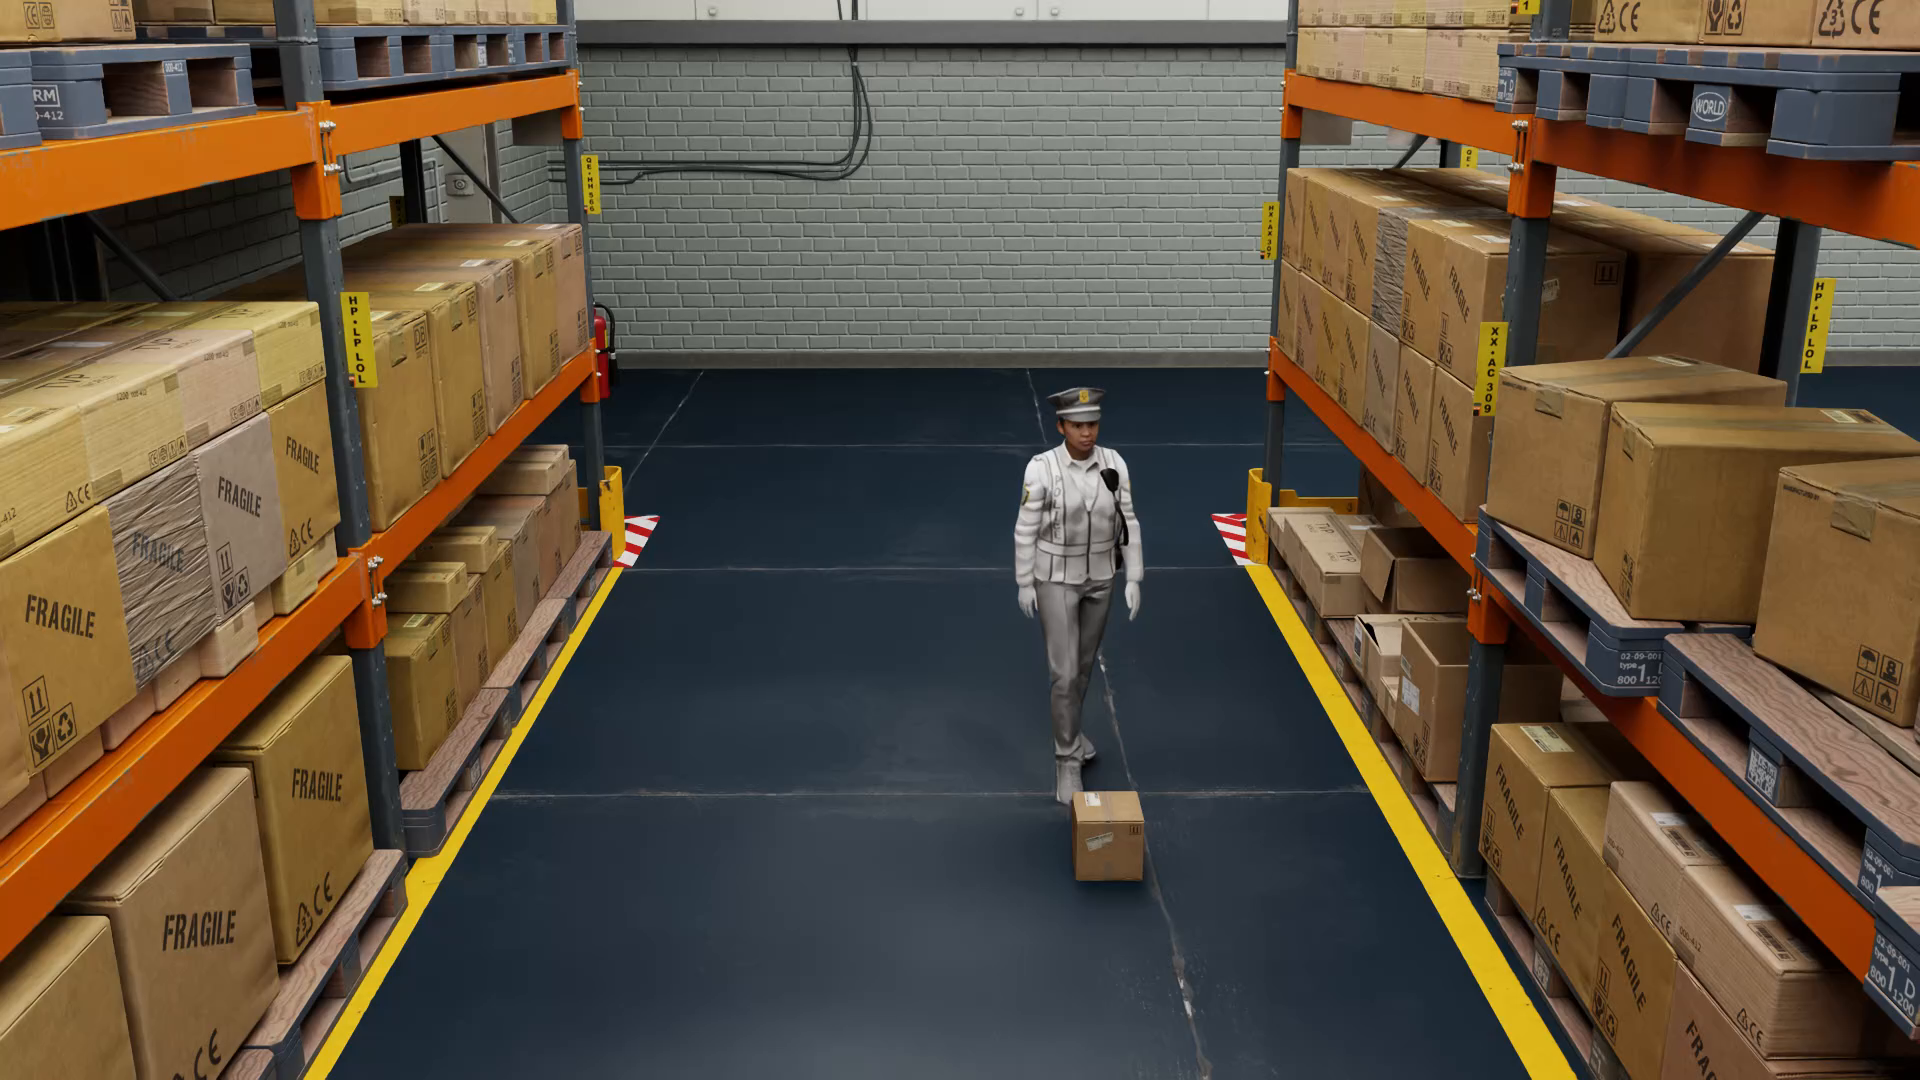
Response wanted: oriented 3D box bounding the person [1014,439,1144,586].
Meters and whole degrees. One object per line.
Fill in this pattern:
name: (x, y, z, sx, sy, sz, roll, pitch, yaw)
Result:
person: (0.494, -0.111, 6.818, 0.505, 0.611, 0.338, -7, 18, -21)
